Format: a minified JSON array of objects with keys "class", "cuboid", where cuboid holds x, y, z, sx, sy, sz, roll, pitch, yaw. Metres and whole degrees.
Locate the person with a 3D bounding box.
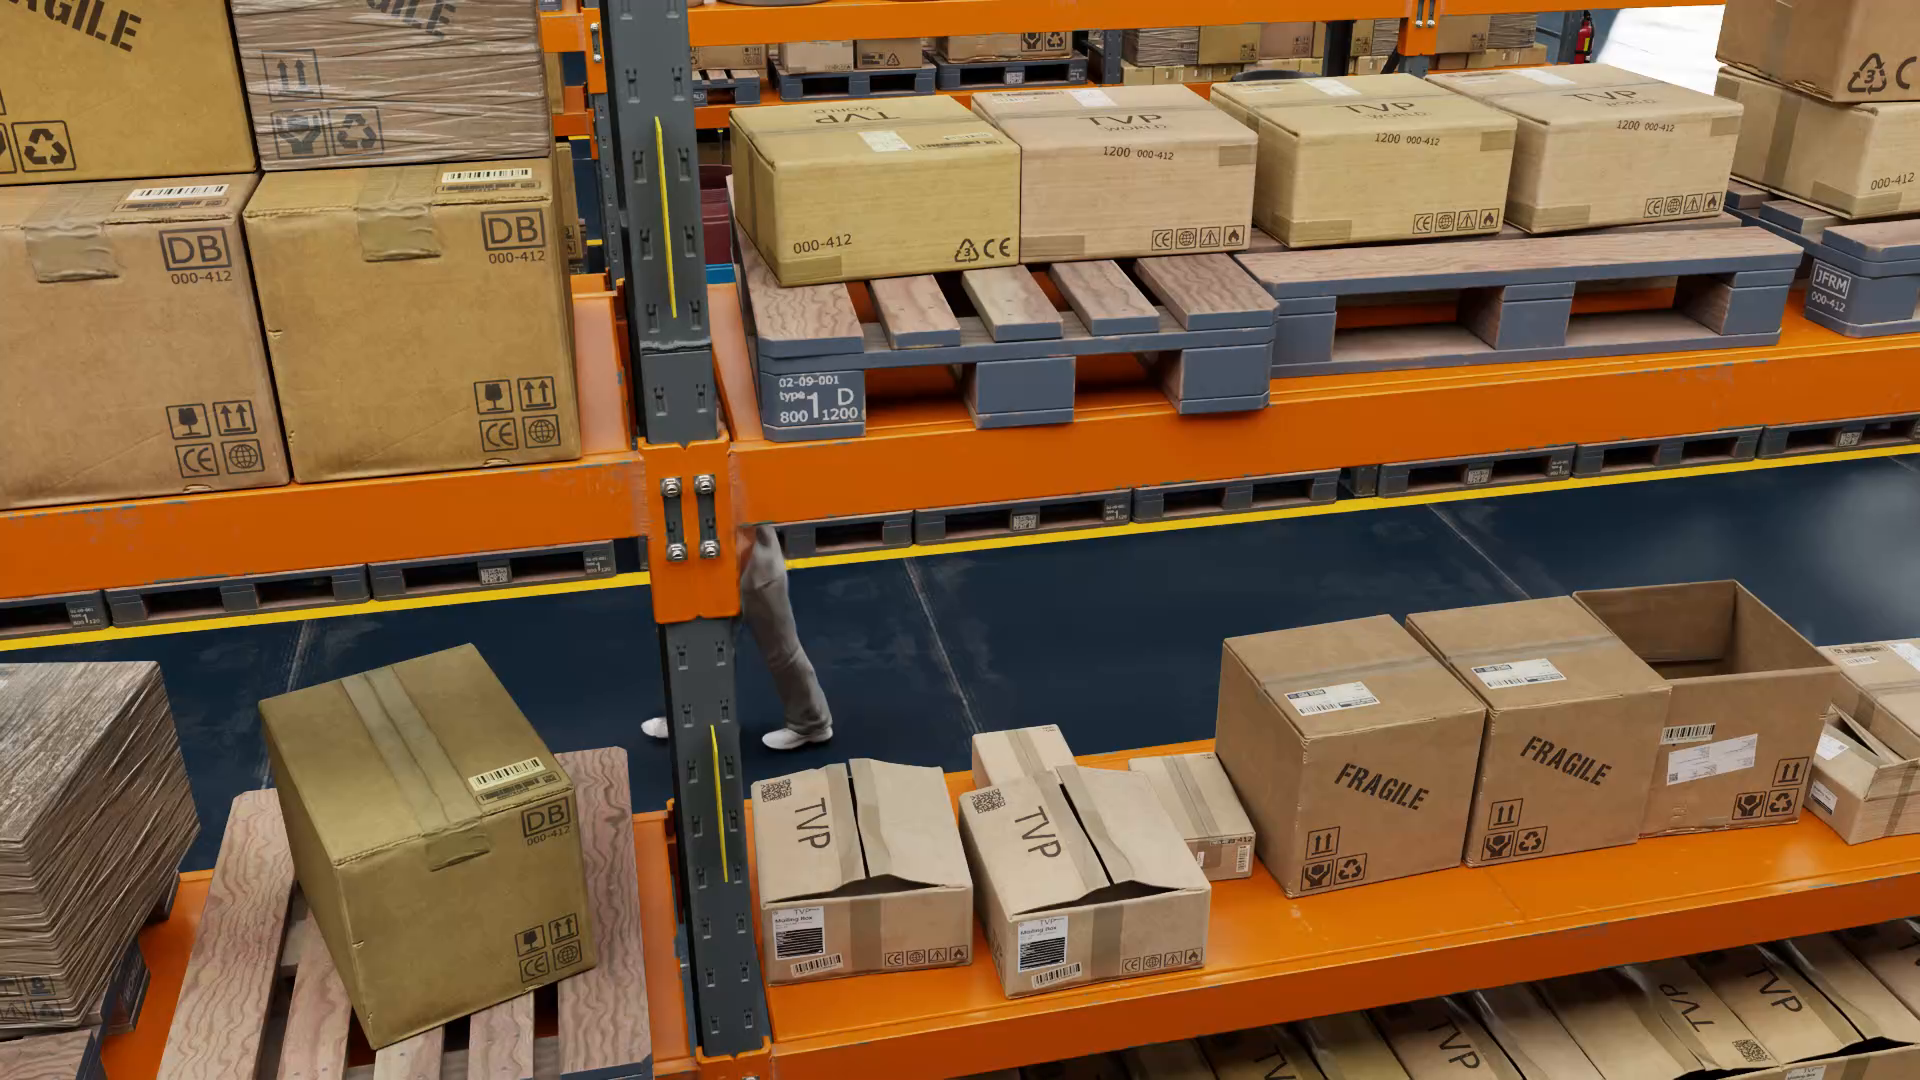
[{"class":"person","cuboid":[-0.949,0.156,6.799,0.809,1.646,0.464,-6,27,-12]}]
